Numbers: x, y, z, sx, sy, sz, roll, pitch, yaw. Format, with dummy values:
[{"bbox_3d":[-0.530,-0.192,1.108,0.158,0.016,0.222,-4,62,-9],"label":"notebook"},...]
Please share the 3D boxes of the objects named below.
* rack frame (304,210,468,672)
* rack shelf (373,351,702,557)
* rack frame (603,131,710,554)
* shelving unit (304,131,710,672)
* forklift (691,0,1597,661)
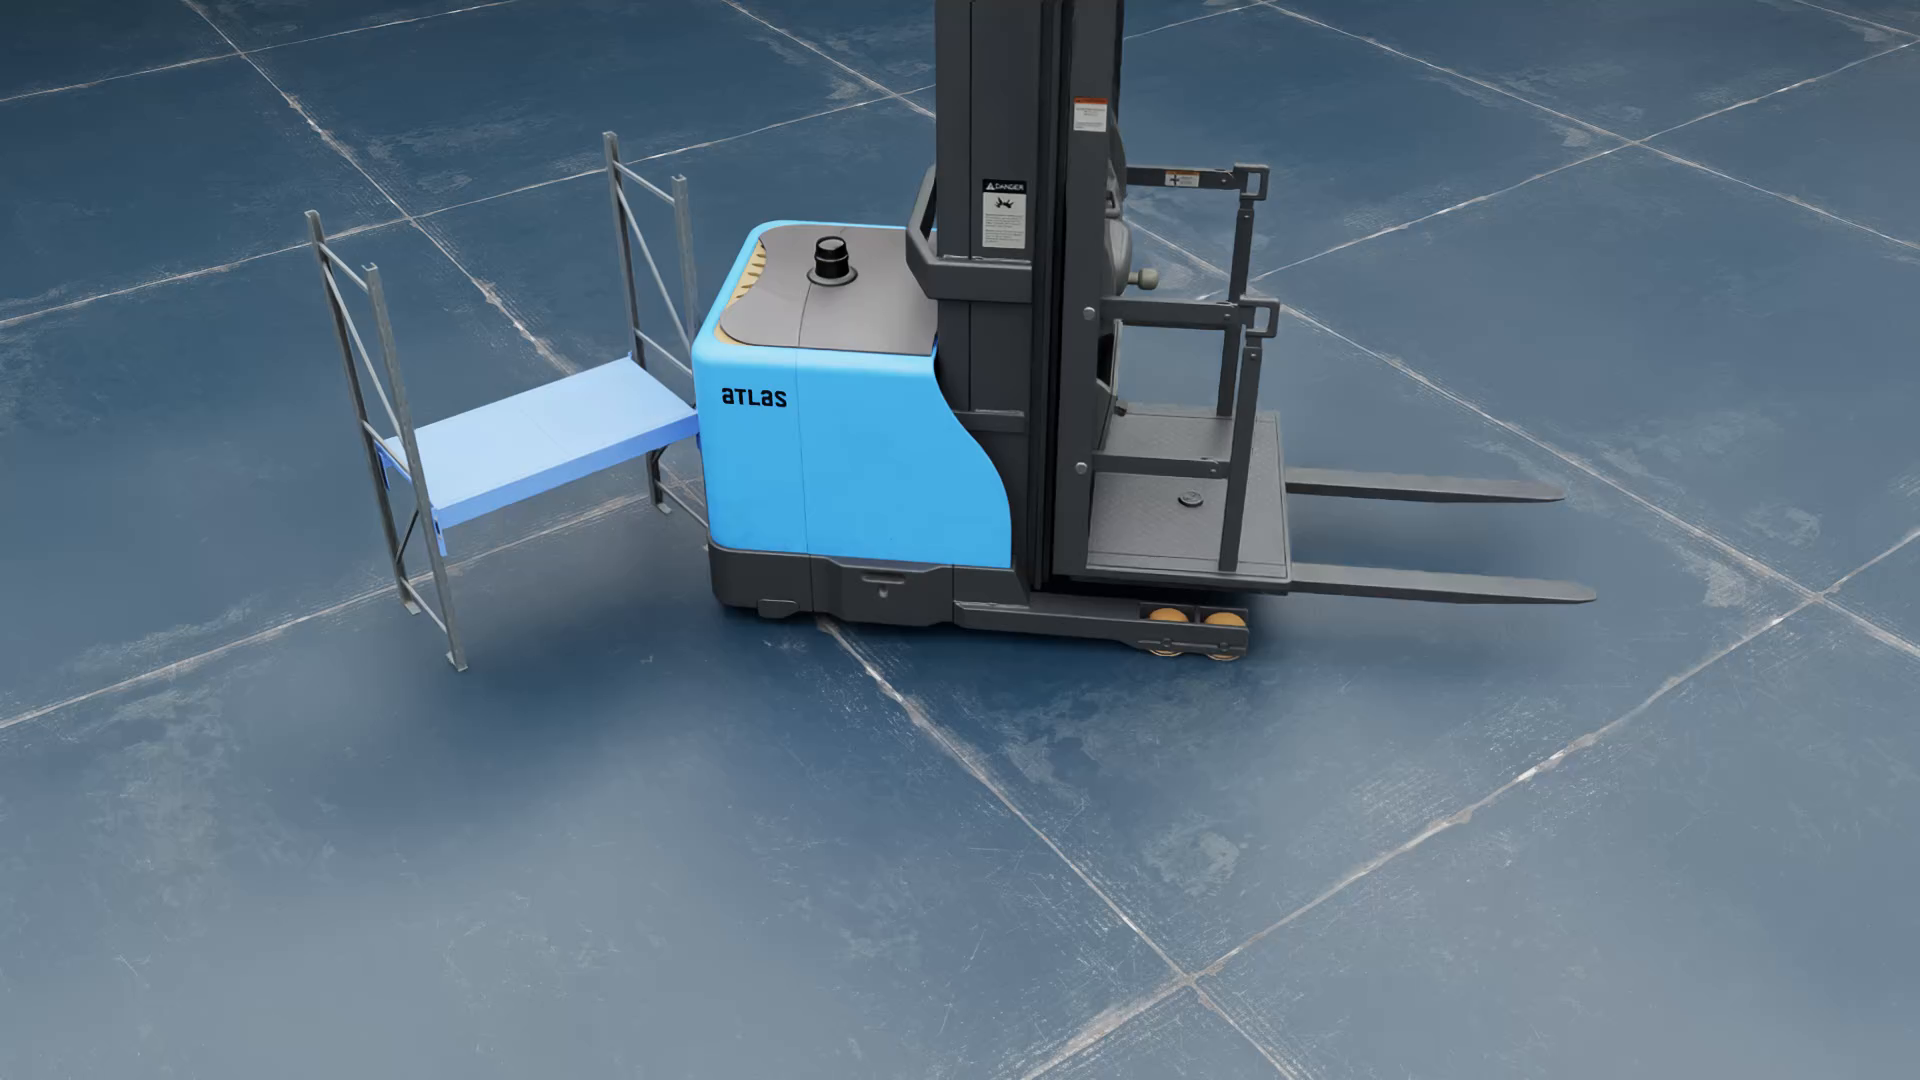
[{"bbox_3d":[-1.835,-0.281,5.357,0.032,1.500,0.500,-25,42,-30],"label":"rack frame"},{"bbox_3d":[-1.434,-0.318,5.716,1.000,0.185,0.538,-25,42,-30],"label":"rack shelf"},{"bbox_3d":[-1.034,-0.647,5.865,0.032,1.500,0.500,-25,42,-30],"label":"rack frame"},{"bbox_3d":[-1.434,-0.464,5.611,1.048,1.500,0.538,-25,42,-30],"label":"shelving unit"},{"bbox_3d":[0.680,-1.106,5.278,3.031,2.935,1.130,4,36,5],"label":"forklift"}]
